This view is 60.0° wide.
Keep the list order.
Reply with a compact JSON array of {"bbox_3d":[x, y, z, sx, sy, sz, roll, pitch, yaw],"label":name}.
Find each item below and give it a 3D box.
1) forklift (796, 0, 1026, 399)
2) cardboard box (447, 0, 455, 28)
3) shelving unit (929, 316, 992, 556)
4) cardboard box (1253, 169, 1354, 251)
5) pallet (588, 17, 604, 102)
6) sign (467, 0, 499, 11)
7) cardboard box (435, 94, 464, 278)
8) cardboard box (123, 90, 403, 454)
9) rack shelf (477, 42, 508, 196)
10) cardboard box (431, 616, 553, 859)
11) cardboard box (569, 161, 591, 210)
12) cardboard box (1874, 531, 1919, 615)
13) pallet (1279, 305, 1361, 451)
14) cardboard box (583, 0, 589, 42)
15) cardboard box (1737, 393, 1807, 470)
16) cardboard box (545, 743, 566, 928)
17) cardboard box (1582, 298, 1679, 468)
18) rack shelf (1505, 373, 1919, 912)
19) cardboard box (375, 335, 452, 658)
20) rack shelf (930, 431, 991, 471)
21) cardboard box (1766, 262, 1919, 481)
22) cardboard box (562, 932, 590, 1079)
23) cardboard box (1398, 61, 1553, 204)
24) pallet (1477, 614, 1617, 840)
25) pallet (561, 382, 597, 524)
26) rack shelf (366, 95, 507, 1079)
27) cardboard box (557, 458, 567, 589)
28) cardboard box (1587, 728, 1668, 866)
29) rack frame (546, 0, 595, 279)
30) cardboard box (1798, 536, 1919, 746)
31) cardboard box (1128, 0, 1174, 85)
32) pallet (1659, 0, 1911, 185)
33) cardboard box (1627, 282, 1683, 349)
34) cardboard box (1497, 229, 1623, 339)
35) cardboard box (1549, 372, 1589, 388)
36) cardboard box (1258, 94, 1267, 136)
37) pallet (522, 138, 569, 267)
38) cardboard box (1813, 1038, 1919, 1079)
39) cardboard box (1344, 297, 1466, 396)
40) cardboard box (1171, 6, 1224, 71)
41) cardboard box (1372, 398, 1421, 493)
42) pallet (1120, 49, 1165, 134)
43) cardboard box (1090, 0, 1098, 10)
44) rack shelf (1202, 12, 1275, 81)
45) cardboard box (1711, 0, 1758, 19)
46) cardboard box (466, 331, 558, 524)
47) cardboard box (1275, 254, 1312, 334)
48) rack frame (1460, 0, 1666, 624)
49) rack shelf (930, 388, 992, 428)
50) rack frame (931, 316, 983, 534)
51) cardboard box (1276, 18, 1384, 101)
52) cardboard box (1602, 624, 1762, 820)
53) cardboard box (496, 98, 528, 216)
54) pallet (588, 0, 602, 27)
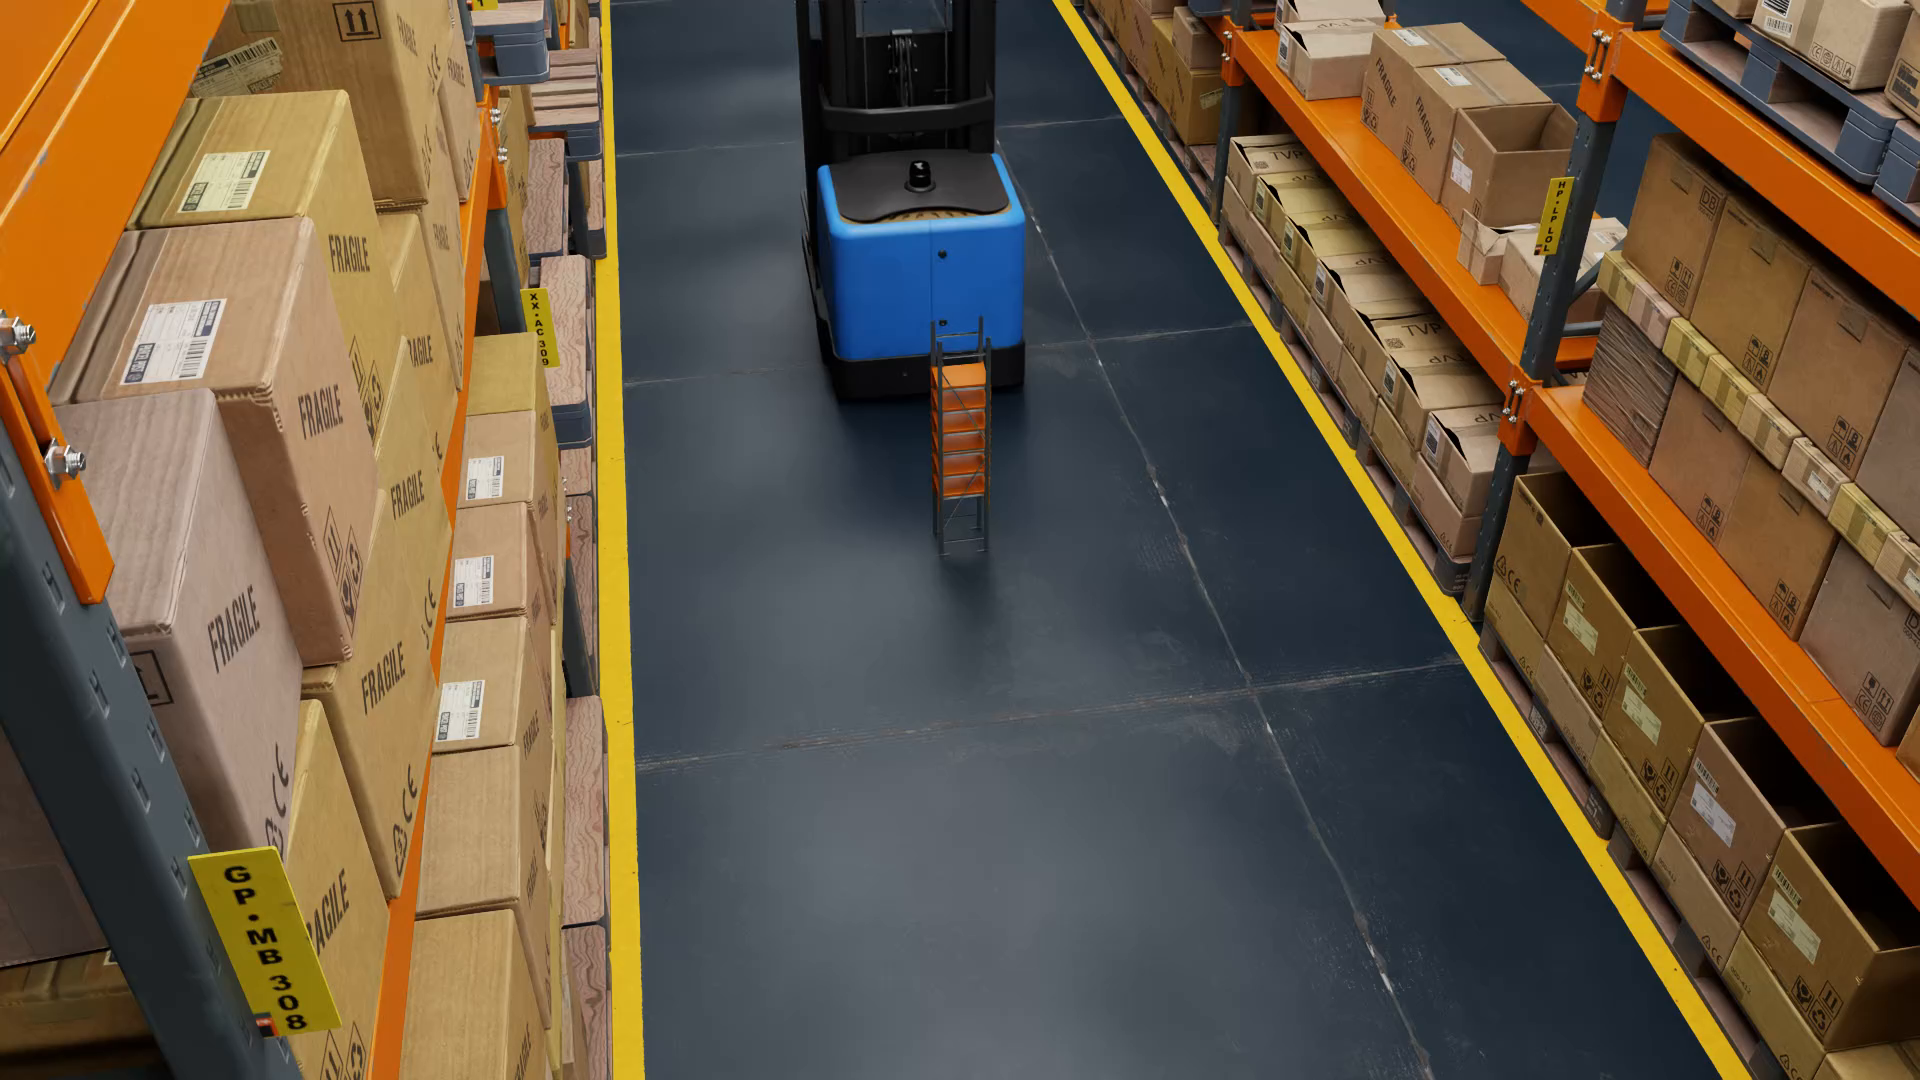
[{"bbox_3d":[-0.386,-2.825,9.397,1.130,2.935,3.031,-6,38,-7],"label":"forklift"},{"bbox_3d":[-1.689,-1.707,4.544,0.500,0.500,0.500,-9,39,-12],"label":"cardboard box"},{"bbox_3d":[0.003,-0.465,7.771,0.258,1.200,0.189,-6,38,-8],"label":"shelving unit"},{"bbox_3d":[2.034,-1.942,9.646,0.500,0.311,0.500,-7,38,-9],"label":"cardboard box"},{"bbox_3d":[-3.237,-3.627,12.646,1.003,0.211,1.213,-6,38,-8],"label":"pallet"},{"bbox_3d":[-1.511,-1.805,5.162,0.100,0.325,0.005,-6,38,-8],"label":"sign"},{"bbox_3d":[-1.636,-1.000,4.450,0.500,0.500,0.500,-9,39,-12],"label":"cardboard box"},{"bbox_3d":[-1.310,-0.440,2.913,0.500,0.500,0.500,-5,38,-7],"label":"cardboard box"},{"bbox_3d":[-2.394,-2.462,7.016,1.077,0.370,4.000,-6,38,-8],"label":"rack shelf"},{"bbox_3d":[-1.394,0.574,4.461,0.500,0.500,0.500,-5,38,-7],"label":"cardboard box"},{"bbox_3d":[-2.745,-2.545,10.391,0.750,0.750,0.750,-7,38,-9],"label":"cardboard box"},{"bbox_3d":[3.005,0.085,4.986,0.380,0.149,0.250,-7,38,-9],"label":"cardboard box"},{"bbox_3d":[2.448,-0.967,9.222,1.003,0.211,1.213,-6,38,-8],"label":"pallet"},{"bbox_3d":[-3.204,-4.124,12.423,0.750,0.750,0.750,-6,38,-7],"label":"cardboard box"},{"bbox_3d":[2.869,-0.384,5.589,0.380,0.149,0.250,-7,38,-9],"label":"cardboard box"},{"bbox_3d":[-1.390,0.859,4.705,0.500,0.250,0.500,-6,38,-8],"label":"cardboard box"},{"bbox_3d":[2.917,-0.661,6.474,0.700,0.500,0.500,-7,38,-9],"label":"cardboard box"},{"bbox_3d":[3.183,0.603,5.515,1.077,0.370,4.000,-6,38,-8],"label":"rack shelf"},{"bbox_3d":[-1.309,-0.040,3.213,0.500,0.500,0.500,-5,38,-6],"label":"cardboard box"},{"bbox_3d":[0.003,-0.430,7.798,0.258,0.103,0.180,-6,38,-8],"label":"rack shelf"},{"bbox_3d":[3.093,-0.566,5.294,0.700,0.500,0.500,-6,38,-8],"label":"cardboard box"},{"bbox_3d":[-1.555,1.655,5.253,0.700,0.500,0.500,-9,39,-11],"label":"cardboard box"},{"bbox_3d":[2.534,-2.015,8.217,0.500,0.500,0.500,-6,38,-8],"label":"cardboard box"},{"bbox_3d":[2.931,0.697,7.080,1.003,0.211,1.213,-6,38,-8],"label":"pallet"},{"bbox_3d":[-2.399,-0.461,8.571,1.003,0.211,1.213,-6,38,-8],"label":"pallet"},{"bbox_3d":[-1.693,-0.046,3.906,1.077,0.370,4.000,-6,38,-8],"label":"rack shelf"},{"bbox_3d":[-1.662,-0.049,5.874,0.500,0.250,0.500,-6,38,-8],"label":"cardboard box"},{"bbox_3d":[2.781,0.949,6.382,0.500,0.250,0.500,-6,38,-8],"label":"cardboard box"},{"bbox_3d":[-2.745,-2.770,9.270,1.000,3.000,0.127,-6,38,-8],"label":"rack frame"},{"bbox_3d":[3.190,0.270,5.276,0.700,0.500,0.500,-5,38,-7],"label":"cardboard box"},{"bbox_3d":[1.548,-3.660,12.095,0.500,0.500,0.500,-8,38,-10],"label":"cardboard box"},{"bbox_3d":[3.008,-1.526,5.296,1.003,0.211,1.213,-6,38,-8],"label":"pallet"},{"bbox_3d":[2.733,-0.850,6.188,0.380,0.149,0.250,-6,38,-7],"label":"cardboard box"},{"bbox_3d":[2.703,-1.122,7.272,0.500,0.250,0.500,-4,38,-5],"label":"cardboard box"},{"bbox_3d":[2.923,-0.769,8.137,0.500,0.311,0.500,-7,38,-8],"label":"cardboard box"},{"bbox_3d":[2.235,-3.113,11.390,0.500,0.500,0.500,-8,38,-10],"label":"cardboard box"},{"bbox_3d":[-2.358,-1.503,7.795,1.003,0.211,1.213,-6,38,-8],"label":"pallet"},{"bbox_3d":[3.049,1.854,5.217,0.500,0.250,0.500,-6,38,-8],"label":"cardboard box"},{"bbox_3d":[2.297,-1.019,8.459,0.500,0.311,0.500,-6,38,-8],"label":"cardboard box"},{"bbox_3d":[1.722,-3.361,11.098,0.500,0.250,0.500,-5,38,-6],"label":"cardboard box"},{"bbox_3d":[2.387,-0.494,8.239,0.500,0.250,0.500,-7,38,-9],"label":"cardboard box"},{"bbox_3d":[1.827,-3.394,12.346,1.003,0.211,1.213,-6,38,-8],"label":"pallet"},{"bbox_3d":[1.275,-4.589,13.291,0.500,0.500,0.500,-8,39,-10],"label":"cardboard box"},{"bbox_3d":[1.781,-4.229,11.734,1.077,0.370,4.000,-6,38,-8],"label":"rack shelf"},{"bbox_3d":[2.661,-2.001,5.298,0.500,0.500,0.500,-3,38,-4],"label":"cardboard box"},{"bbox_3d":[-1.656,-0.346,5.645,0.500,0.500,0.500,-6,38,-8],"label":"cardboard box"},{"bbox_3d":[2.120,-1.420,9.432,0.500,0.250,0.500,-7,38,-9],"label":"cardboard box"},{"bbox_3d":[2.833,-0.889,6.849,1.000,3.000,0.127,-6,38,-8],"label":"rack frame"},{"bbox_3d":[0.003,-0.620,7.651,0.258,0.103,0.180,-6,38,-8],"label":"rack shelf"},{"bbox_3d":[-0.013,-0.520,7.842,0.240,1.200,0.006,-6,38,-8],"label":"rack frame"},{"bbox_3d":[2.097,-2.708,9.264,0.500,0.311,0.500,-7,38,-8],"label":"cardboard box"},{"bbox_3d":[2.781,0.653,6.152,0.500,0.500,0.500,-6,38,-8],"label":"cardboard box"},{"bbox_3d":[-2.337,-1.611,7.338,0.700,0.500,0.500,-1,38,-2],"label":"cardboard box"},{"bbox_3d":[-3.503,-4.552,13.837,1.003,0.211,1.213,-6,38,-8],"label":"pallet"}]
